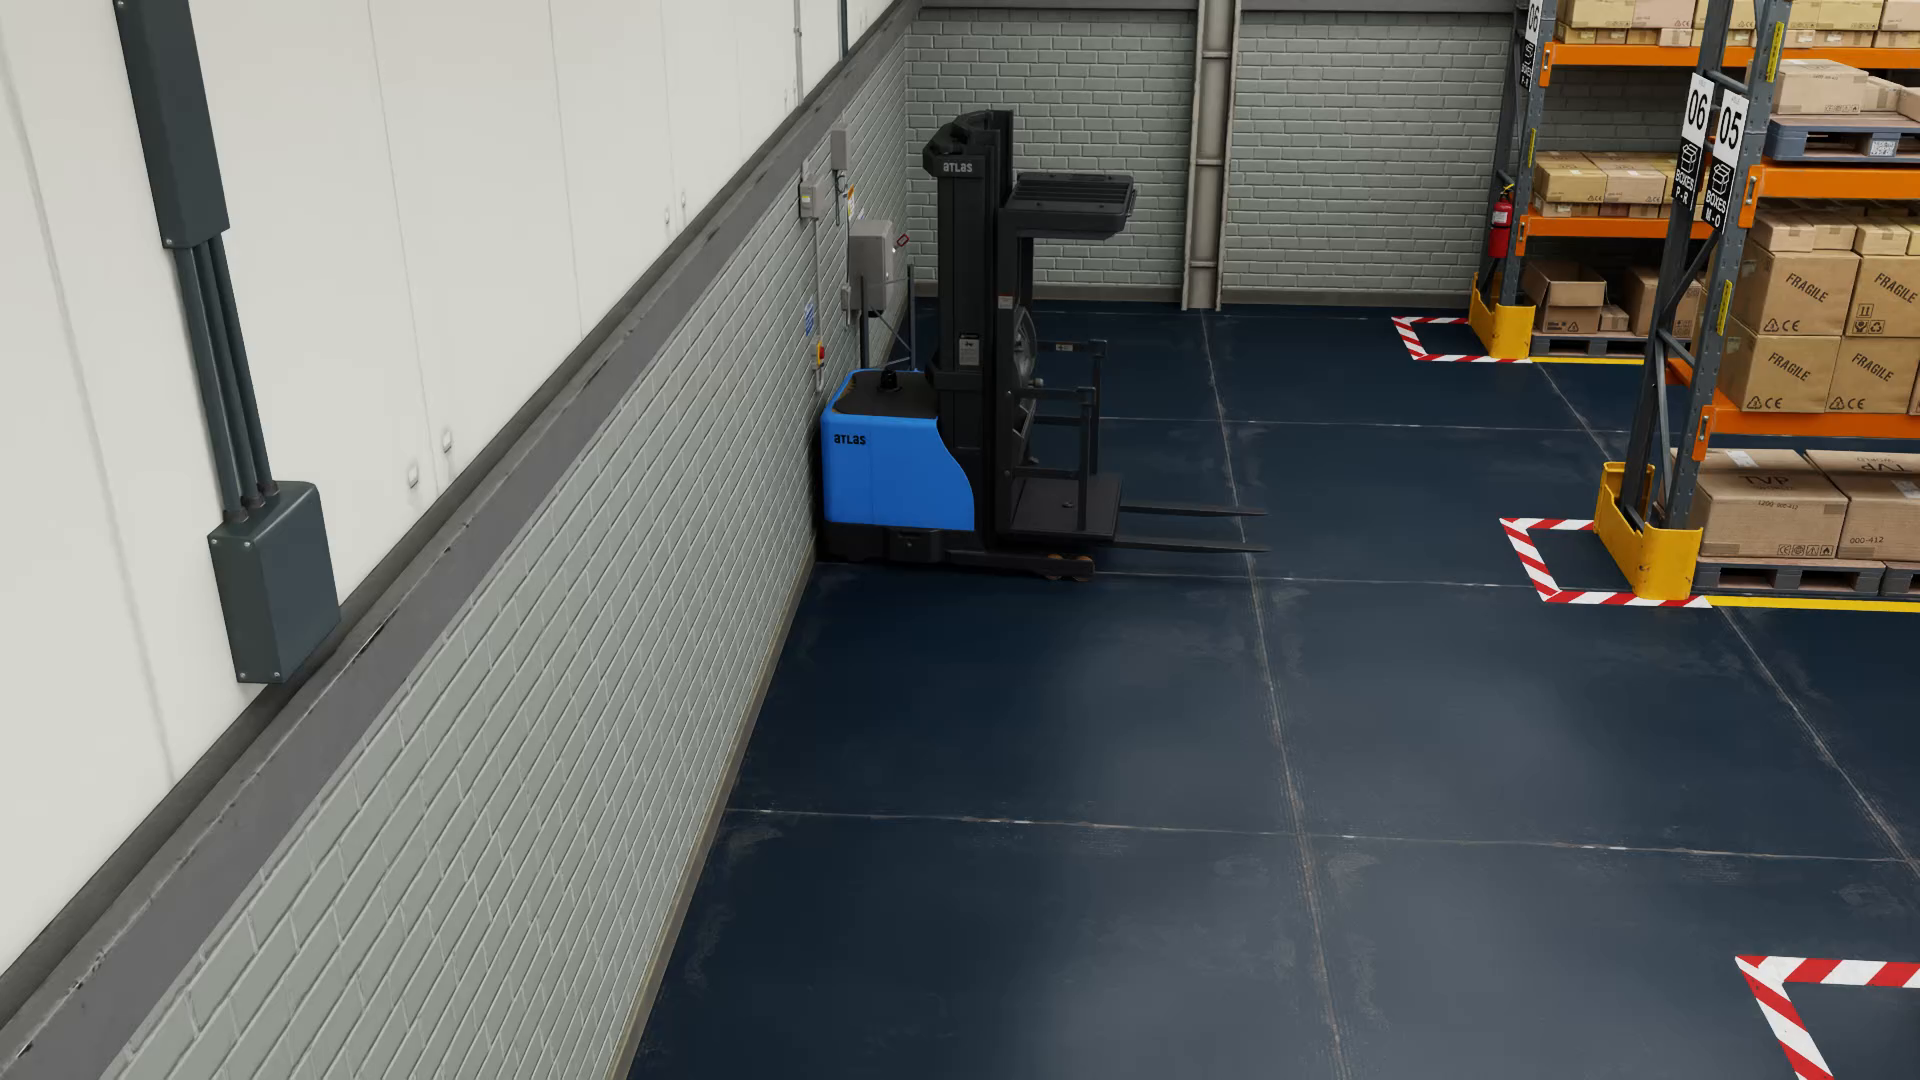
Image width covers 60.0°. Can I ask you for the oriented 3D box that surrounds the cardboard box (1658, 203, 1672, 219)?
[{"bbox_3d":[6.404,-3.019,15.023,0.250,0.149,0.380,2,25,5],"label":"cardboard box"}]

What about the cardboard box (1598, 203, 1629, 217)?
[{"bbox_3d":[5.891,-3.059,15.110,0.250,0.149,0.380,2,25,3],"label":"cardboard box"}]

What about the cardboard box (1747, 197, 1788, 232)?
[{"bbox_3d":[5.059,-2.078,10.586,0.250,0.149,0.380,2,25,5],"label":"cardboard box"}]

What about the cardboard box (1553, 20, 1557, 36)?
[{"bbox_3d":[5.399,-4.615,14.904,0.250,0.149,0.380,2,25,5],"label":"cardboard box"}]

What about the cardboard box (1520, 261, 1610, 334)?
[{"bbox_3d":[5.665,-2.278,15.597,0.637,0.503,0.797,1,25,2],"label":"cardboard box"}]

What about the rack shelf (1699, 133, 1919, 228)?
[{"bbox_3d":[6.680,-2.184,10.179,4.000,0.370,1.077,2,25,4],"label":"rack shelf"}]

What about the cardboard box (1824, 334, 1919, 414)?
[{"bbox_3d":[5.649,-1.118,10.471,0.500,0.500,0.500,1,25,3],"label":"cardboard box"}]

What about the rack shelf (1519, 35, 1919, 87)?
[{"bbox_3d":[7.057,-4.252,14.675,4.000,0.370,1.077,2,25,4],"label":"rack shelf"}]

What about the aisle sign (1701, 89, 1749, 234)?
[{"bbox_3d":[4.592,-2.274,9.994,0.004,0.787,0.394,2,25,4],"label":"aisle sign"}]

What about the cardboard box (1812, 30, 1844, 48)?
[{"bbox_3d":[7.398,-4.347,14.321,0.250,0.149,0.380,2,25,5],"label":"cardboard box"}]

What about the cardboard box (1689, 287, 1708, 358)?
[{"bbox_3d":[5.187,-1.352,10.980,0.500,0.500,0.500,2,25,4],"label":"cardboard box"}]

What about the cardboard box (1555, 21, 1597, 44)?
[{"bbox_3d":[5.362,-4.422,14.484,0.250,0.149,0.380,2,25,5],"label":"cardboard box"}]

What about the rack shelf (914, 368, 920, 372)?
[{"bbox_3d":[-0.215,-1.047,12.662,0.538,0.185,1.000,-20,31,-37],"label":"rack shelf"}]

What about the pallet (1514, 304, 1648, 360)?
[{"bbox_3d":[5.933,-1.986,15.814,1.213,0.211,1.003,2,25,4],"label":"pallet"}]

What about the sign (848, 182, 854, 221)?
[{"bbox_3d":[-0.842,-2.612,12.850,0.001,0.242,0.339,2,25,4],"label":"sign"}]

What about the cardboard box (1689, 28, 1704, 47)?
[{"bbox_3d":[6.383,-4.353,14.334,0.250,0.149,0.380,2,25,4],"label":"cardboard box"}]

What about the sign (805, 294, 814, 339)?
[{"bbox_3d":[-1.003,-1.487,11.070,0.001,0.218,0.327,2,25,4],"label":"sign"}]

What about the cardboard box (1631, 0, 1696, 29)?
[{"bbox_3d":[5.992,-4.575,14.338,0.500,0.250,0.500,2,25,5],"label":"cardboard box"}]

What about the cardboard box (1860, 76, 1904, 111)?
[{"bbox_3d":[5.566,-2.740,10.205,0.250,0.149,0.380,0,25,0],"label":"cardboard box"}]

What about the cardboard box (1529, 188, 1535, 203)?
[{"bbox_3d":[5.413,-3.268,15.564,0.250,0.149,0.380,2,25,3],"label":"cardboard box"}]

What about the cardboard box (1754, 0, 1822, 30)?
[{"bbox_3d":[7.019,-4.546,14.276,0.500,0.250,0.500,1,25,3],"label":"cardboard box"}]

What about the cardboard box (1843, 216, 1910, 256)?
[{"bbox_3d":[5.536,-1.844,10.078,0.250,0.149,0.380,3,25,6],"label":"cardboard box"}]

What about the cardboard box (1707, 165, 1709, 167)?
[{"bbox_3d":[7.014,-3.182,14.901,0.500,0.250,0.500,1,25,3],"label":"cardboard box"}]

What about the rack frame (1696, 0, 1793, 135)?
[{"bbox_3d":[4.686,-3.937,9.541,0.127,3.000,1.000,2,25,4],"label":"rack frame"}]

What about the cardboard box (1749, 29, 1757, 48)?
[{"bbox_3d":[6.884,-4.333,14.289,0.250,0.149,0.380,2,25,4],"label":"cardboard box"}]

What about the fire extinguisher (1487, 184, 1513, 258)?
[{"bbox_3d":[4.880,-2.888,14.977,0.183,0.674,0.296,2,25,4],"label":"fire extinguisher"}]

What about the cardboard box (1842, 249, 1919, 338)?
[{"bbox_3d":[5.659,-1.564,10.244,0.500,0.500,0.500,1,25,3],"label":"cardboard box"}]

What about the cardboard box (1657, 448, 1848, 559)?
[{"bbox_3d":[5.352,-0.259,11.287,0.875,0.438,0.875,1,25,2],"label":"cardboard box"}]

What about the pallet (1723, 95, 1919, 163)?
[{"bbox_3d":[5.427,-2.515,10.144,1.213,0.211,1.003,2,25,4],"label":"pallet"}]

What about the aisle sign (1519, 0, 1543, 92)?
[{"bbox_3d":[4.972,-4.341,14.487,0.004,0.787,0.394,2,25,4],"label":"aisle sign"}]

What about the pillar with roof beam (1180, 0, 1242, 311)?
[{"bbox_3d":[2.113,-4.674,11.142,0.400,9.000,9.100,2,25,4],"label":"pillar with roof beam"}]

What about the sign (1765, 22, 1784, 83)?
[{"bbox_3d":[4.638,-2.776,9.466,0.005,0.325,0.100,2,25,4],"label":"sign"}]

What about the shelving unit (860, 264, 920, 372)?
[{"bbox_3d":[-0.215,-1.211,12.587,0.538,1.500,1.048,-20,31,-37],"label":"shelving unit"}]

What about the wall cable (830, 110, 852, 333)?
[{"bbox_3d":[-0.841,-2.435,12.239,0.122,1.984,0.588,2,25,4],"label":"wall cable"}]

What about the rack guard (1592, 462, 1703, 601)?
[{"bbox_3d":[4.662,-0.077,11.319,0.348,0.500,1.175,2,25,4],"label":"rack guard"}]

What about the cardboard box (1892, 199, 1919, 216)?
[{"bbox_3d":[6.081,-2.044,10.511,0.250,0.149,0.380,2,25,4],"label":"cardboard box"}]

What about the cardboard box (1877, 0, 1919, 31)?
[{"bbox_3d":[8.031,-4.506,14.189,0.500,0.250,0.500,1,25,2],"label":"cardboard box"}]

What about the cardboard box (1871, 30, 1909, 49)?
[{"bbox_3d":[7.914,-4.321,14.264,0.250,0.149,0.380,2,25,4],"label":"cardboard box"}]

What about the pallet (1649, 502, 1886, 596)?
[{"bbox_3d":[5.489,0.048,11.393,1.213,0.211,1.003,2,25,4],"label":"pallet"}]

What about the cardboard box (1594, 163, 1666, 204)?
[{"bbox_3d":[5.997,-3.205,14.950,0.500,0.250,0.500,2,25,5],"label":"cardboard box"}]

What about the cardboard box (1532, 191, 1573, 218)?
[{"bbox_3d":[5.369,-3.042,15.072,0.250,0.149,0.380,2,25,4],"label":"cardboard box"}]

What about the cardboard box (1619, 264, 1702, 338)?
[{"bbox_3d":[6.514,-2.233,15.503,0.500,0.500,0.700,3,25,6],"label":"cardboard box"}]

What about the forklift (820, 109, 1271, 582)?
[{"bbox_3d":[0.619,-1.292,11.052,3.031,2.935,1.130,4,25,8],"label":"forklift"}]

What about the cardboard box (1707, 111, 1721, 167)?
[{"bbox_3d":[6.990,-3.514,14.724,0.500,0.500,0.500,2,25,5],"label":"cardboard box"}]

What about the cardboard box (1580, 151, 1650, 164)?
[{"bbox_3d":[6.055,-3.427,15.432,0.500,0.250,0.500,2,25,4],"label":"cardboard box"}]

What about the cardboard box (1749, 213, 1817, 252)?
[{"bbox_3d":[5.019,-1.879,10.154,0.250,0.149,0.380,2,25,5],"label":"cardboard box"}]

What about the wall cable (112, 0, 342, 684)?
[{"bbox_3d":[-1.447,-2.886,3.407,0.120,5.999,2.277,2,25,4],"label":"wall cable"}]

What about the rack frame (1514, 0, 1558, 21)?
[{"bbox_3d":[5.062,-6.006,14.037,0.127,3.000,1.000,2,25,4],"label":"rack frame"}]

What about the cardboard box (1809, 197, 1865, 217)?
[{"bbox_3d":[5.578,-2.107,10.648,0.250,0.149,0.380,2,25,3],"label":"cardboard box"}]

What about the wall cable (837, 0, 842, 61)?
[{"bbox_3d":[-0.947,-4.315,10.362,0.029,3.000,2.355,2,25,4],"label":"wall cable"}]

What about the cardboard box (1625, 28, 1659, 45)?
[{"bbox_3d":[5.880,-4.409,14.456,0.250,0.149,0.380,2,25,4],"label":"cardboard box"}]
